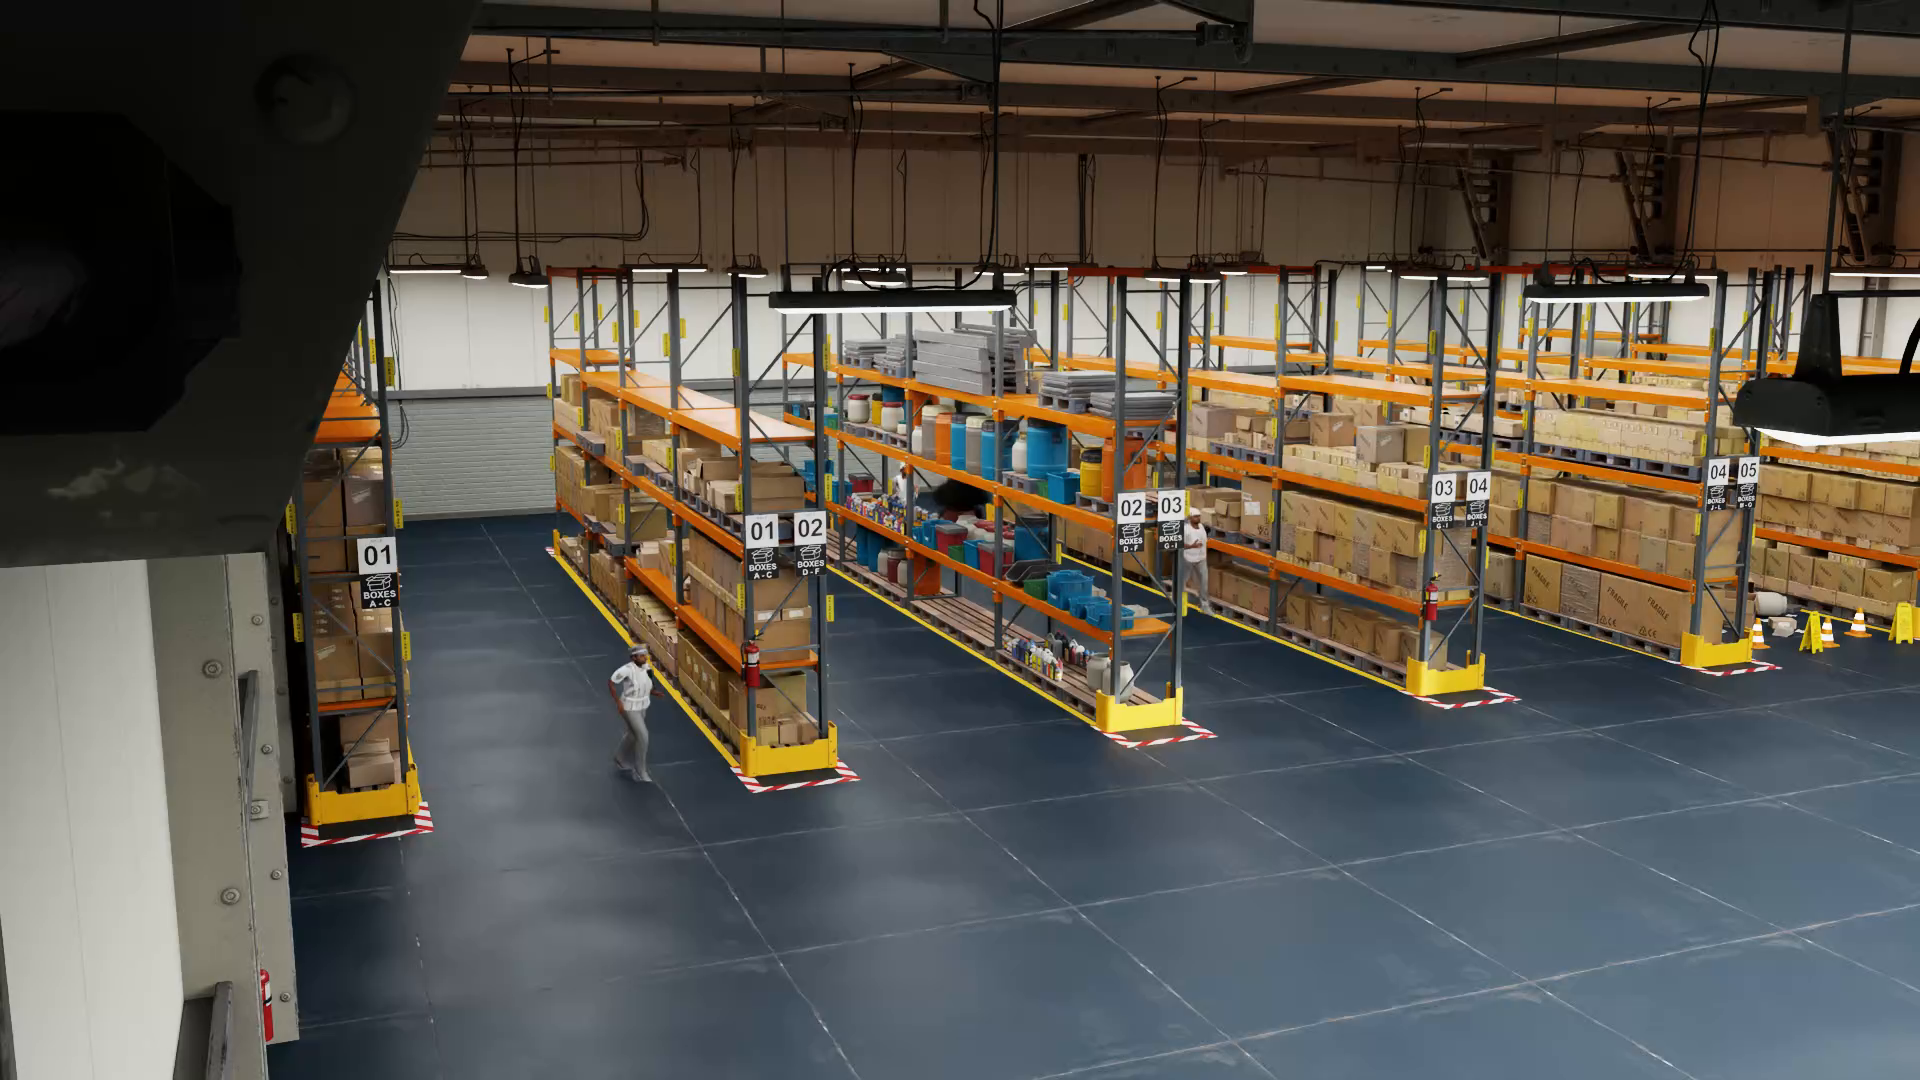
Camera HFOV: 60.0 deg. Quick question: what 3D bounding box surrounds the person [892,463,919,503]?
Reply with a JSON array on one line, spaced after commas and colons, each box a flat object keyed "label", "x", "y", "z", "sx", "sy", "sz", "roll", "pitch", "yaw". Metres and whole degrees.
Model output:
[{"label": "person", "x": -1.197, "y": -0.817, "z": 36.326, "sx": 0.679, "sy": 1.750, "sz": 0.747, "roll": -5, "pitch": 11, "yaw": -27}]

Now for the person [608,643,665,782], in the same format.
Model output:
[{"label": "person", "x": -3.929, "y": 2.072, "z": 20.087, "sx": 0.846, "sy": 1.739, "sz": 0.506, "roll": 5, "pitch": 11, "yaw": 28}]

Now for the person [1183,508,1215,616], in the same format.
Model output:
[{"label": "person", "x": 3.968, "y": 0.346, "z": 28.153, "sx": 0.690, "sy": 1.791, "sz": 0.891, "roll": -6, "pitch": 11, "yaw": -30}]
